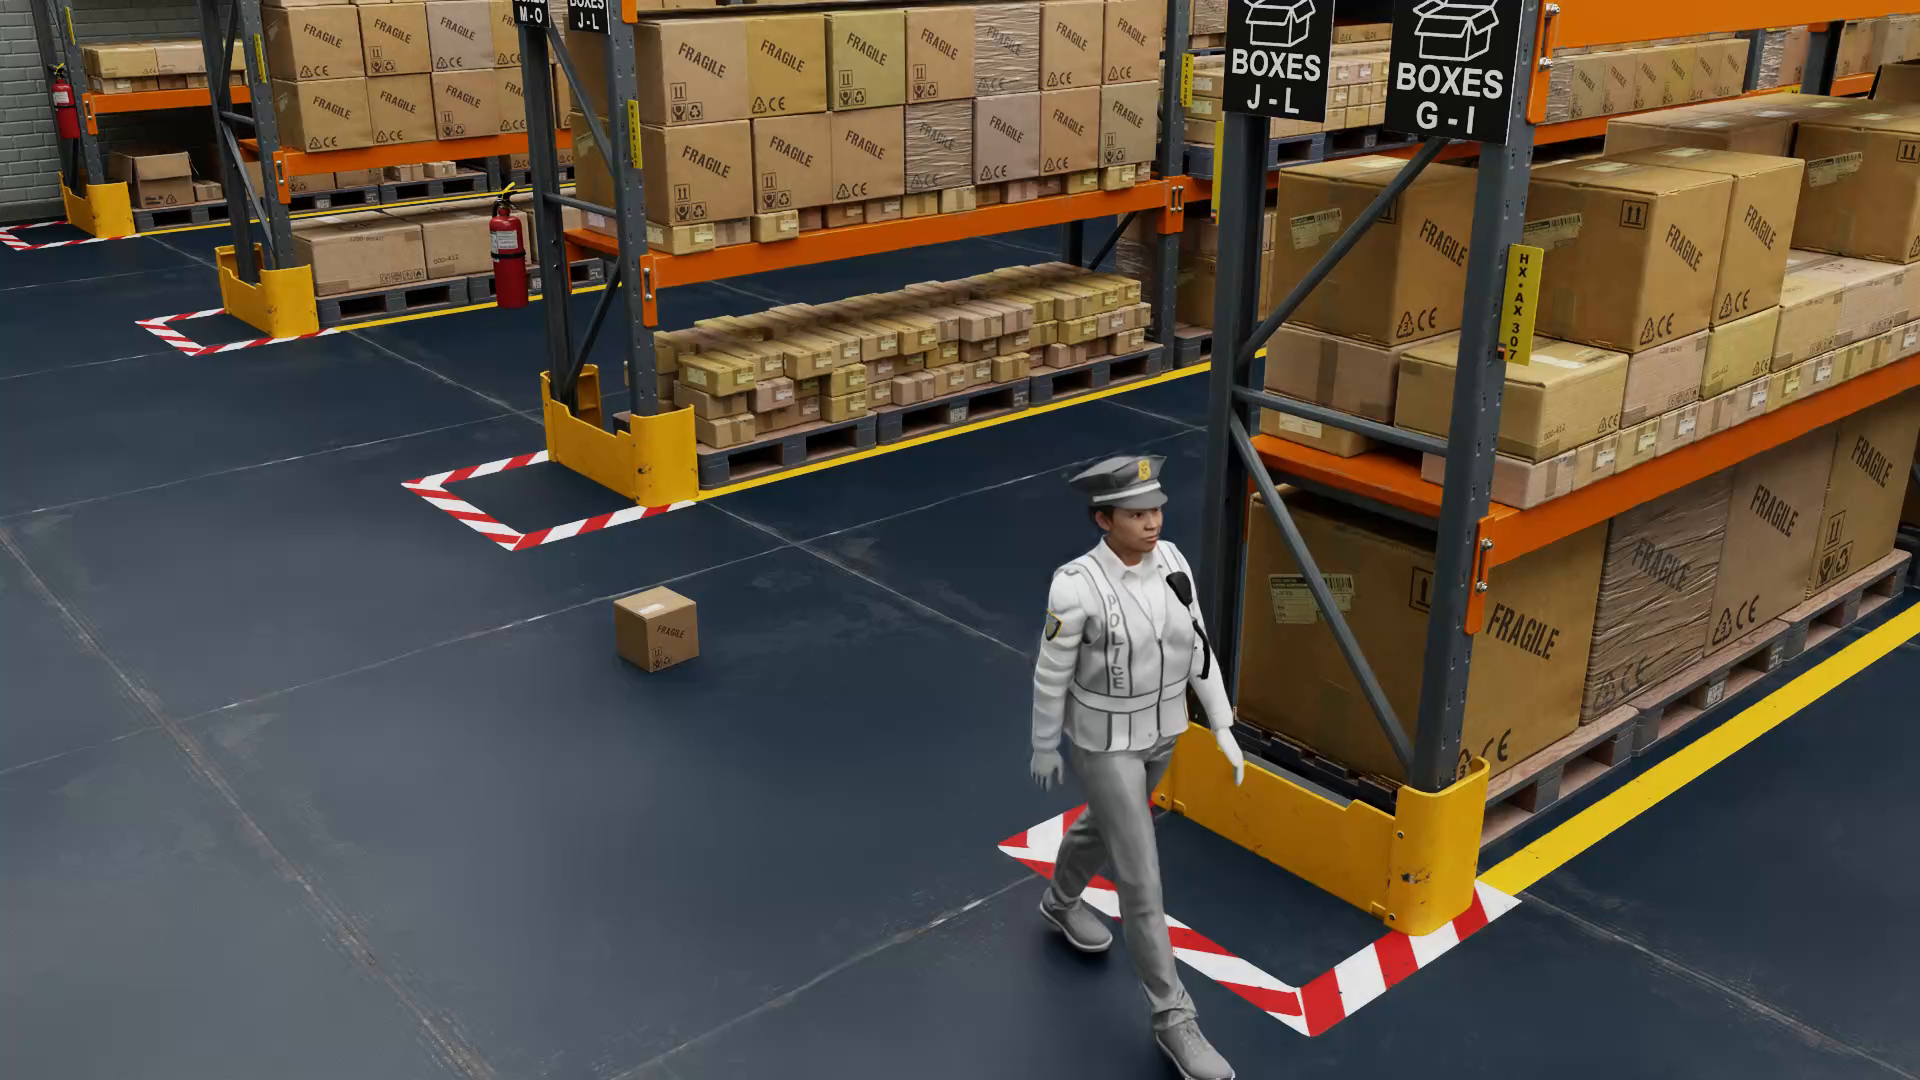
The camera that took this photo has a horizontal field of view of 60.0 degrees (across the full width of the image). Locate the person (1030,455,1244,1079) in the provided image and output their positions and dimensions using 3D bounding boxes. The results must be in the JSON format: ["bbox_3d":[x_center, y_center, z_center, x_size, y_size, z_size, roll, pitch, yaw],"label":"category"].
[{"bbox_3d":[0.535,0.555,4.567,0.489,1.638,0.955,-16,26,-36],"label":"person"}]
